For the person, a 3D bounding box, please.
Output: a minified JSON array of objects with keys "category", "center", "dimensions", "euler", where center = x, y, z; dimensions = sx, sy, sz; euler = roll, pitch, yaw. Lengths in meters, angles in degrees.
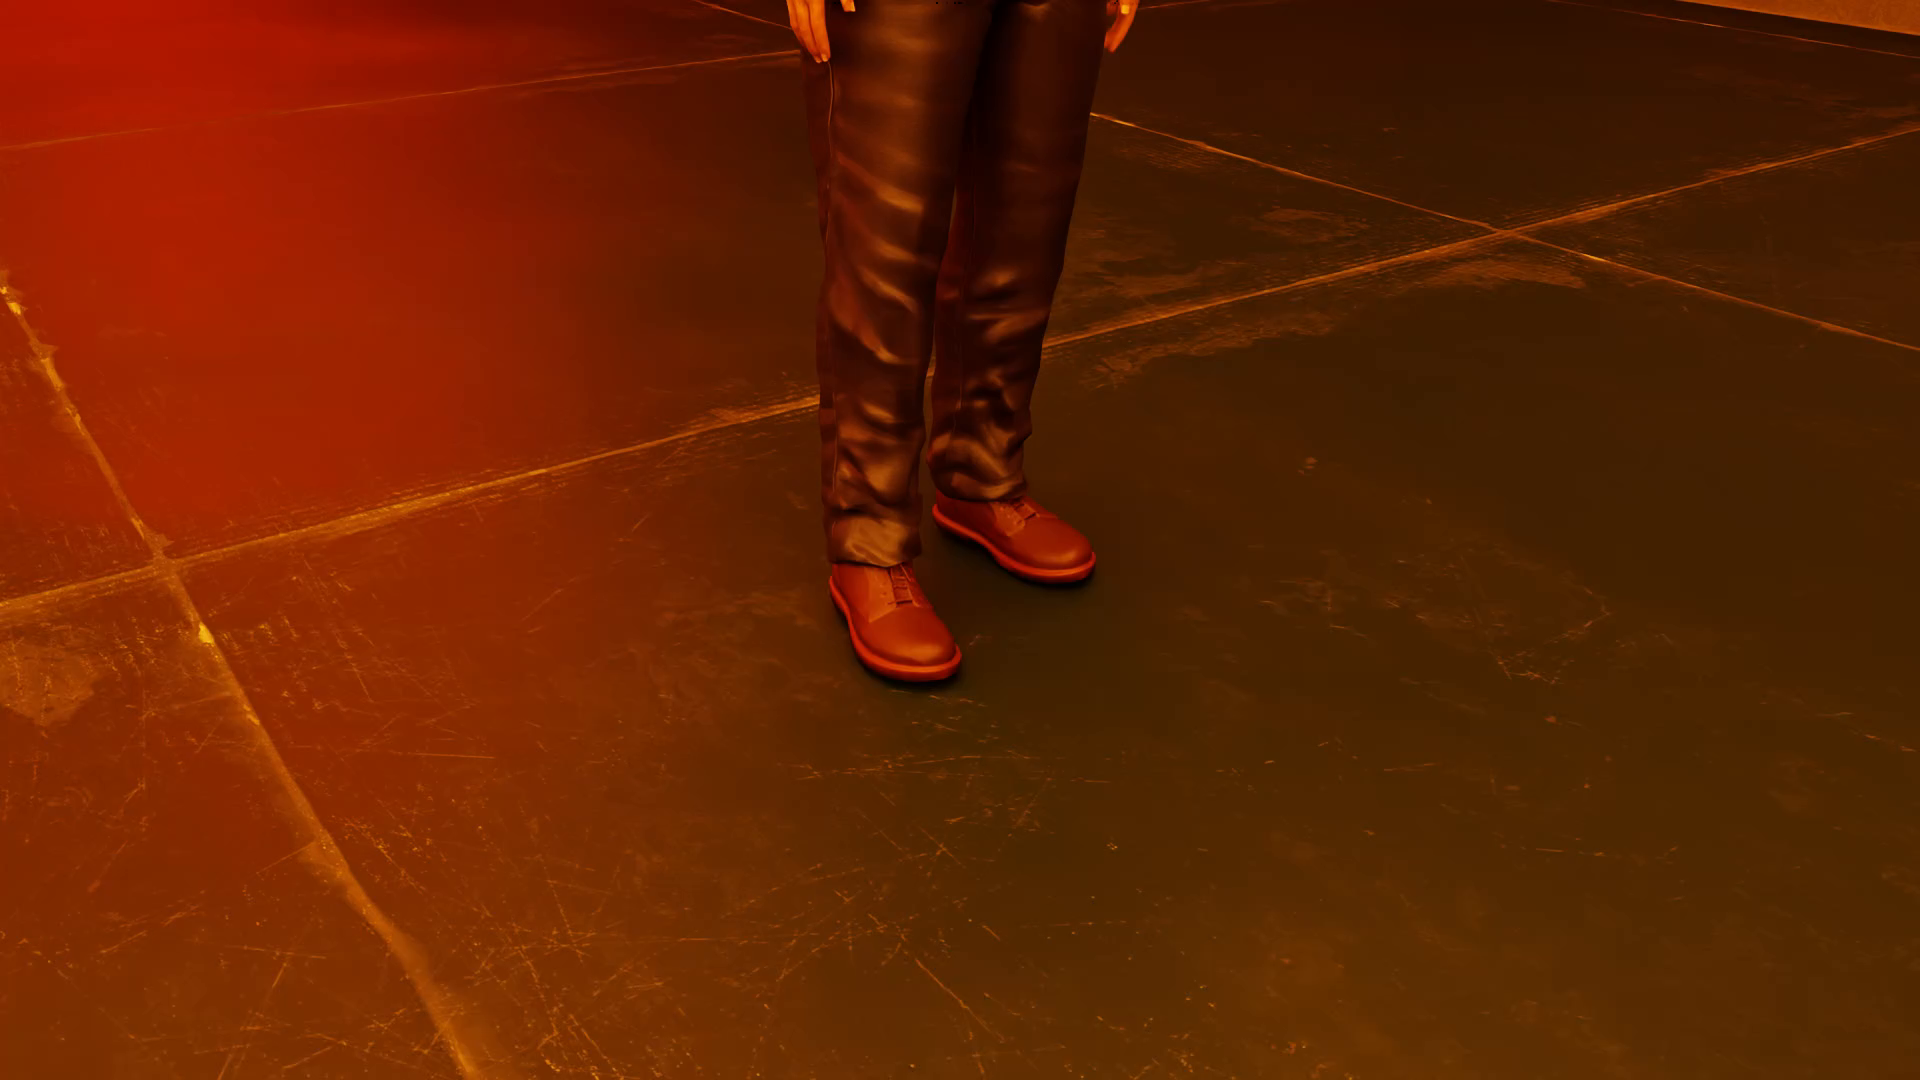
[{"category":"person","center":[0.033,-0.700,2.053],"dimensions":[0.599,1.640,0.503],"euler":[-17,31,-31]}]
